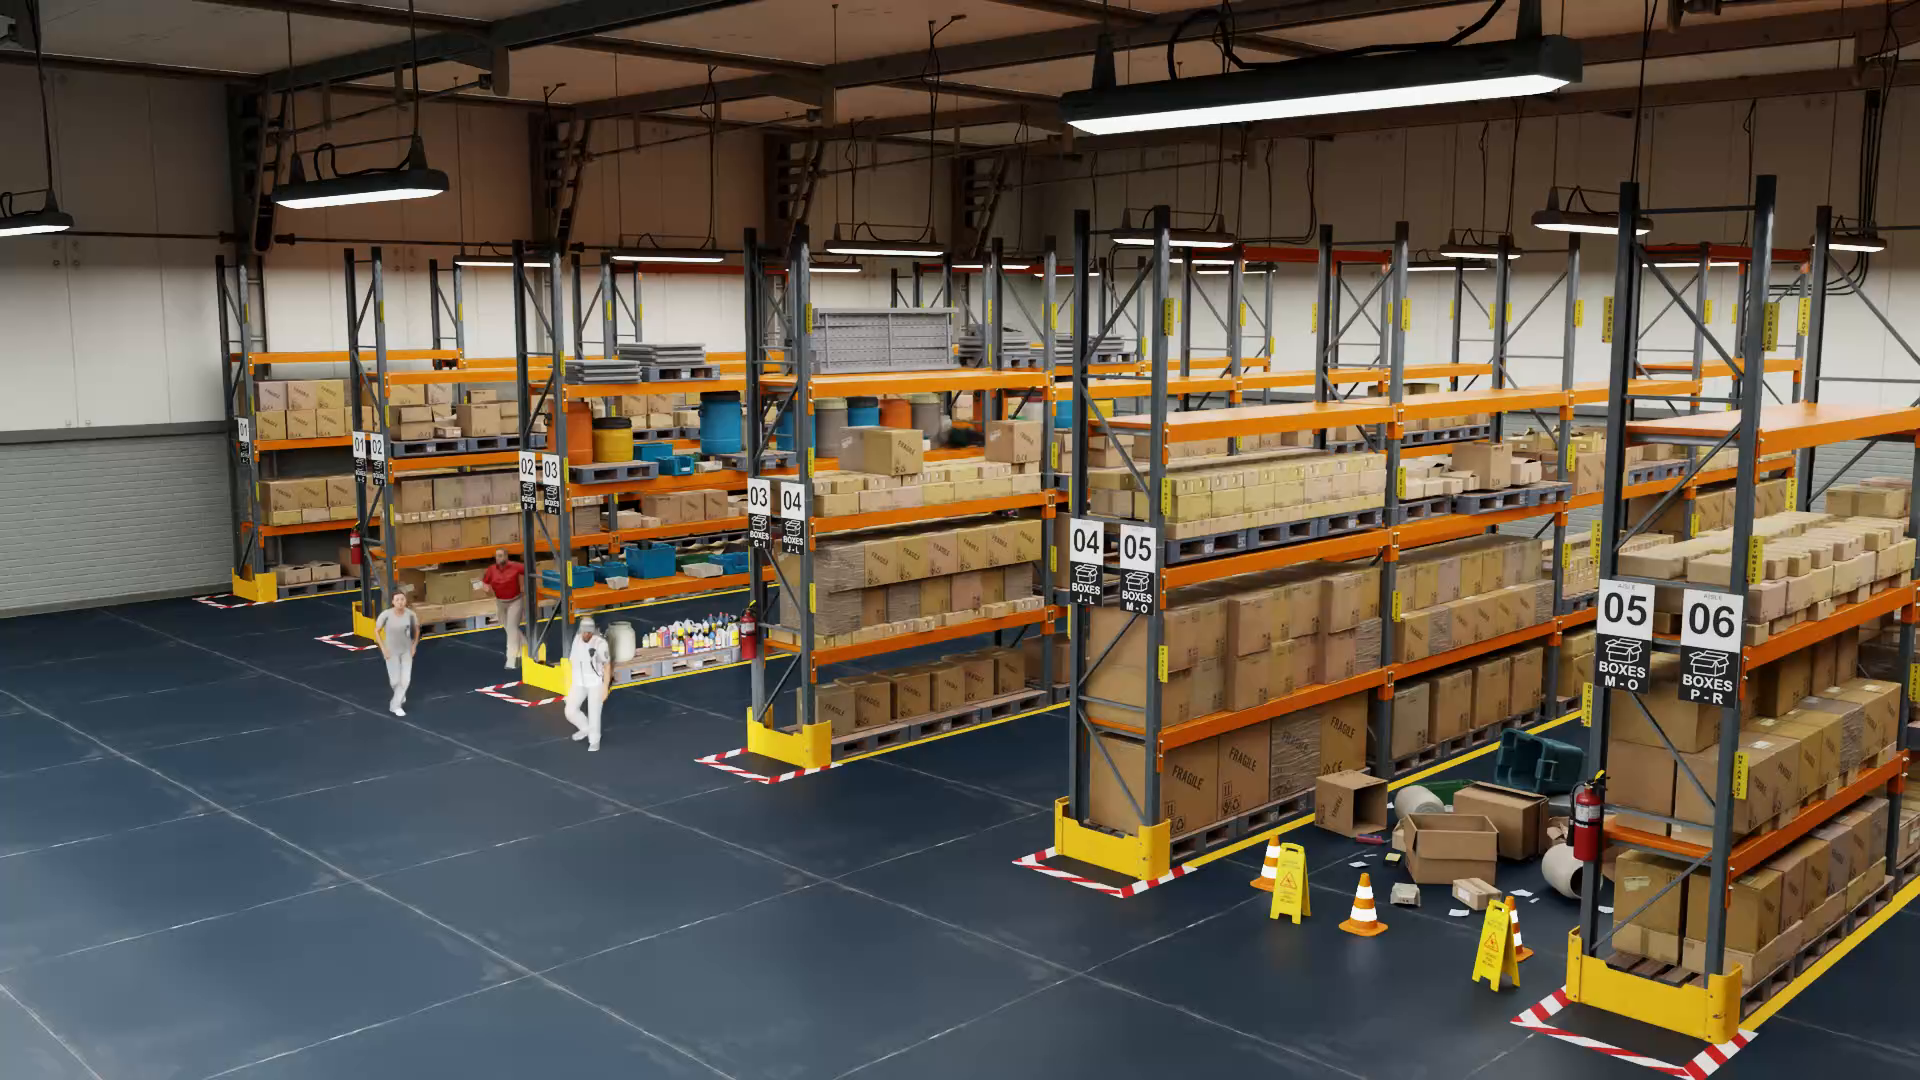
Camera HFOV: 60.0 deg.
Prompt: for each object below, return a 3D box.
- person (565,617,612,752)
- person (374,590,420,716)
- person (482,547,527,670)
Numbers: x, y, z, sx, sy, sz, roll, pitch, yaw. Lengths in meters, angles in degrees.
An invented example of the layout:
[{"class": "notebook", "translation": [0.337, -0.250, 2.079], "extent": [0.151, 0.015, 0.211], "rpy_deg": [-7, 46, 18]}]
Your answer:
[{"class": "person", "translation": [-4.303, 1.661, 19.221], "extent": [0.649, 1.621, 0.611], "rpy_deg": [2, 8, 14]}, {"class": "person", "translation": [-7.121, 1.407, 21.060], "extent": [0.559, 1.611, 0.557], "rpy_deg": [-4, 9, -26]}, {"class": "person", "translation": [-6.490, 0.944, 23.967], "extent": [0.674, 1.728, 0.990], "rpy_deg": [2, 8, 13]}]
